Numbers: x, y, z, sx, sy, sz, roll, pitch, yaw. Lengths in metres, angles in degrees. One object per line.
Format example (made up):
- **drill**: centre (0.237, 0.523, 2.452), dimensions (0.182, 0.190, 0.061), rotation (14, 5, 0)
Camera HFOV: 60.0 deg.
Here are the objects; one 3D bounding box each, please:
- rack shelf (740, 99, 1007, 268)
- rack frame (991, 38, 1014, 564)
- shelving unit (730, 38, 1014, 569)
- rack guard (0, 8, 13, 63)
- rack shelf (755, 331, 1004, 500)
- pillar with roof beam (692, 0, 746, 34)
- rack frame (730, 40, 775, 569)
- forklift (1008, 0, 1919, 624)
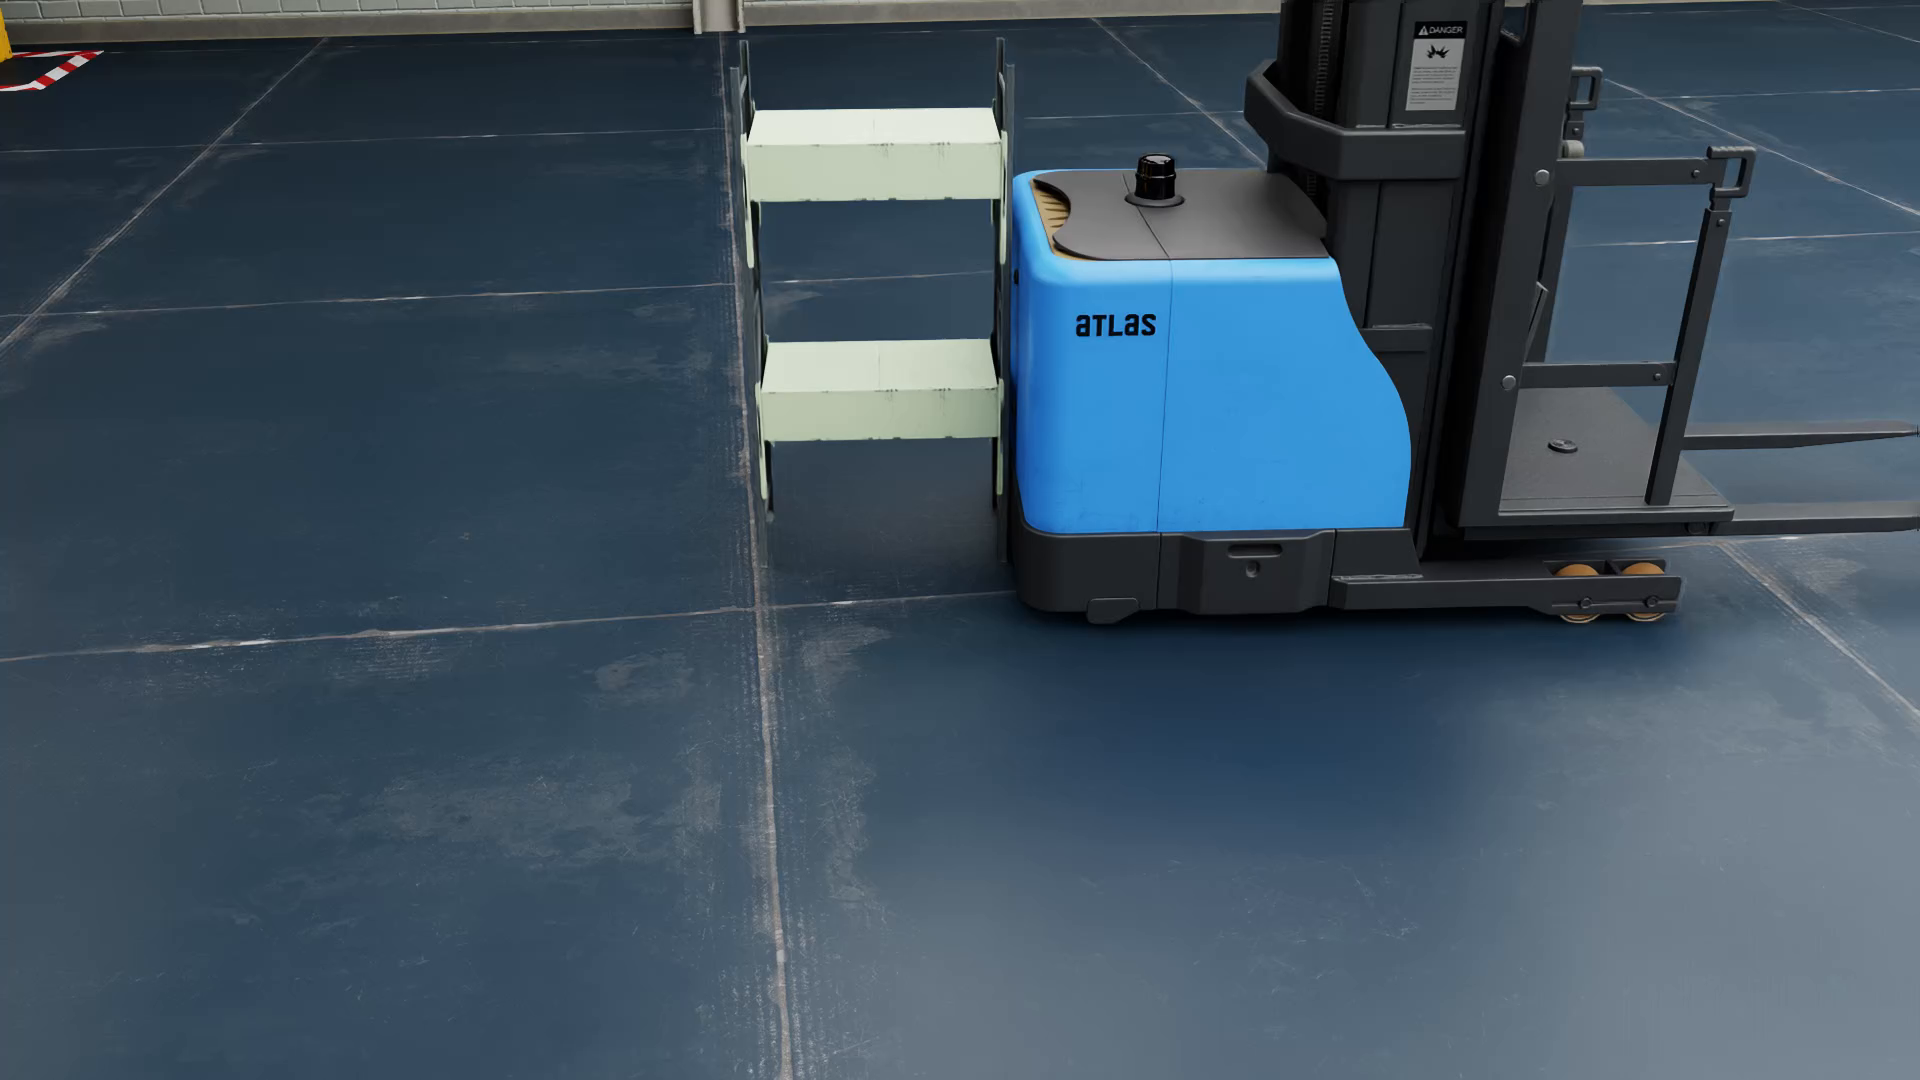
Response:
- **rack shelf**: centre (-0.241, -1.024, 4.748), dimensions (0.720, 0.370, 0.431), rotation (-1, 27, -2)
- **rack frame**: centre (0.124, -0.685, 4.942), dimensions (0.023, 1.500, 0.400), rotation (-1, 27, -2)
- **shelving unit**: centre (-0.241, -0.677, 4.926), dimensions (0.755, 1.500, 0.431), rotation (-1, 27, -2)
- **rack guard**: centre (-6.992, -3.490, 11.504), dimensions (0.348, 0.500, 1.175), rotation (-4, 27, -7)
- **rack shelf**: centre (-0.241, -0.387, 5.075), dimensions (0.720, 0.370, 0.431), rotation (-1, 27, -2)
- **pillar with roof beam**: centre (-1.289, -6.068, 7.219), dimensions (0.400, 9.000, 9.100), rotation (-4, 27, -7)
- **rack frame**: centre (-0.607, -0.669, 4.911), dimensions (0.023, 1.500, 0.400), rotation (-1, 27, -2)
- **forklift**: centre (1.665, -1.306, 4.584), dimensions (3.031, 2.935, 1.130), rotation (-1, 27, -2)
